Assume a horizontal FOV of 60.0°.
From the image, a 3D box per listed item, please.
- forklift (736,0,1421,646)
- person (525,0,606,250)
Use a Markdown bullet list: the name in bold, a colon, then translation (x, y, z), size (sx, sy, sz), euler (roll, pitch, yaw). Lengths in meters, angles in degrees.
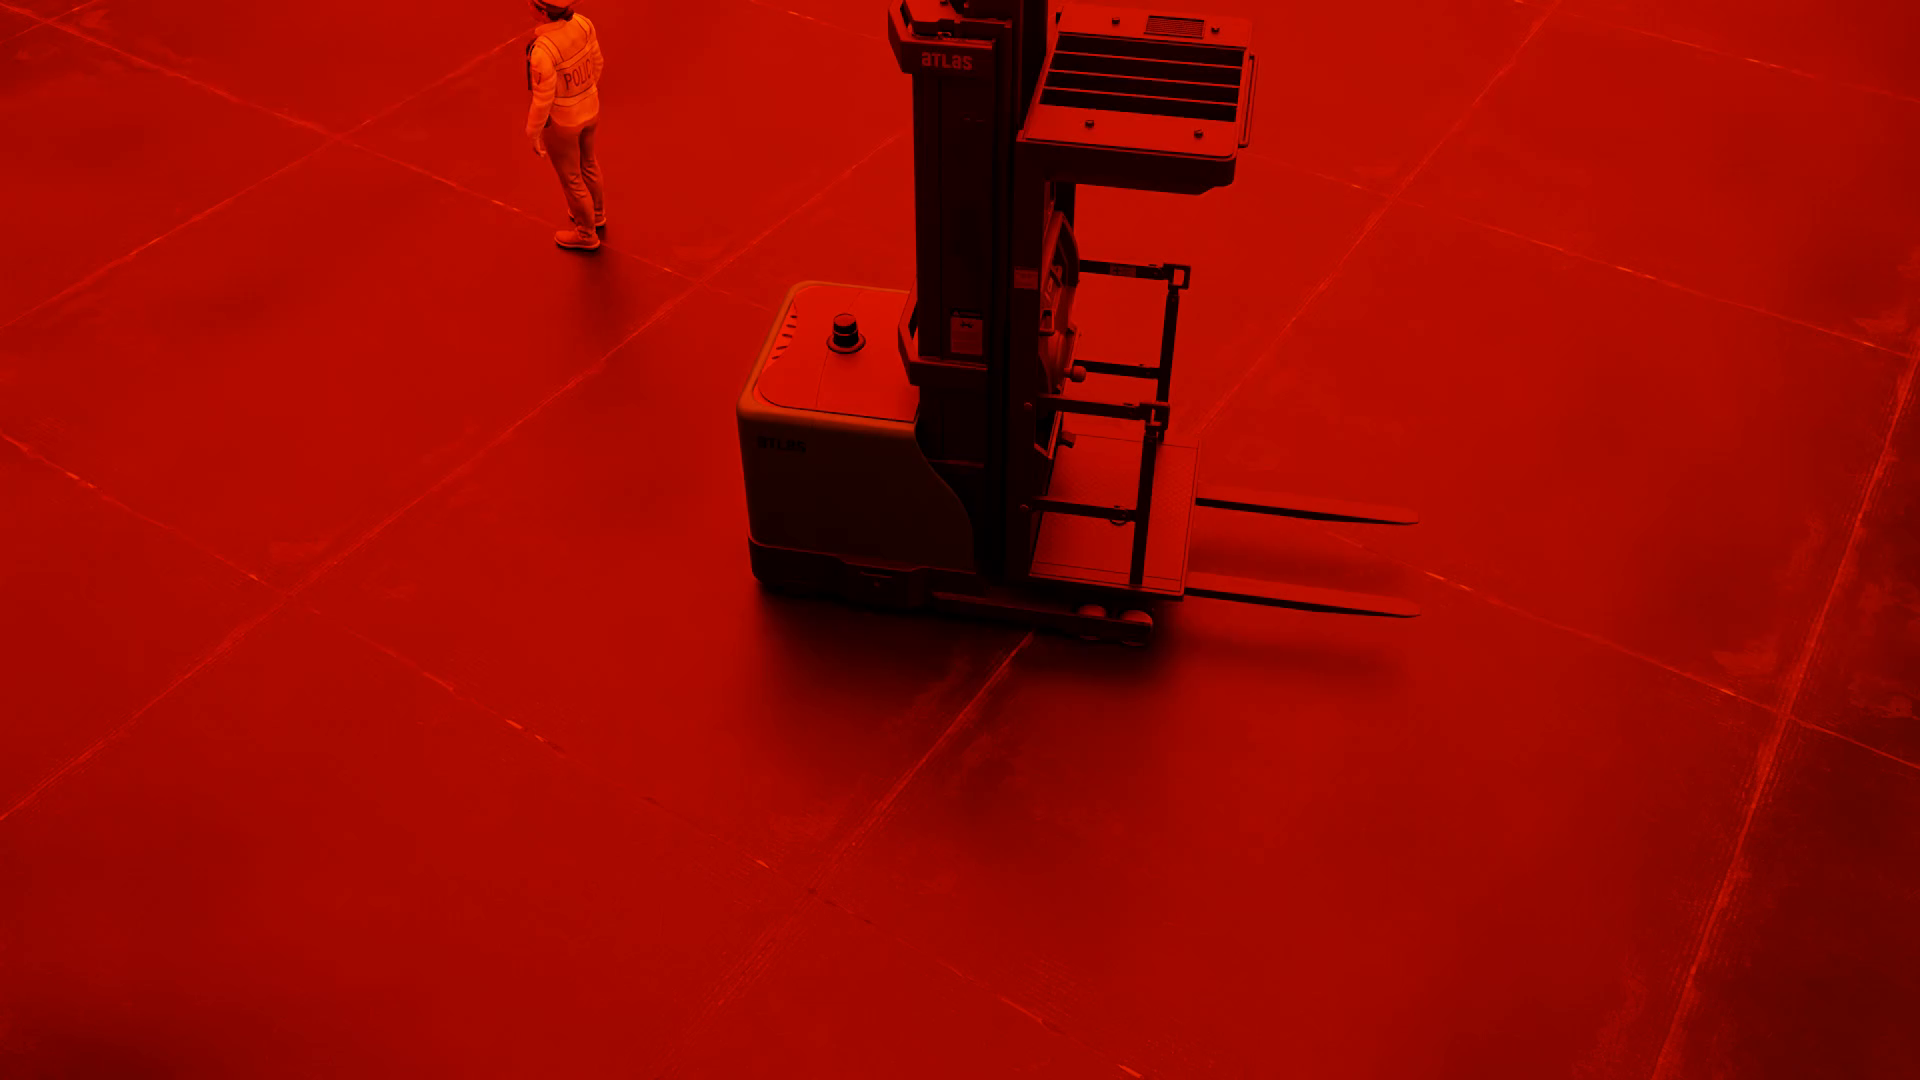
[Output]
- **forklift**: translation (0.598, -0.987, 6.890), size (3.031, 2.935, 1.130), euler (7, 44, 8)
- **person**: translation (-2.234, -2.372, 9.238), size (0.530, 1.693, 0.587), euler (20, 47, 20)
